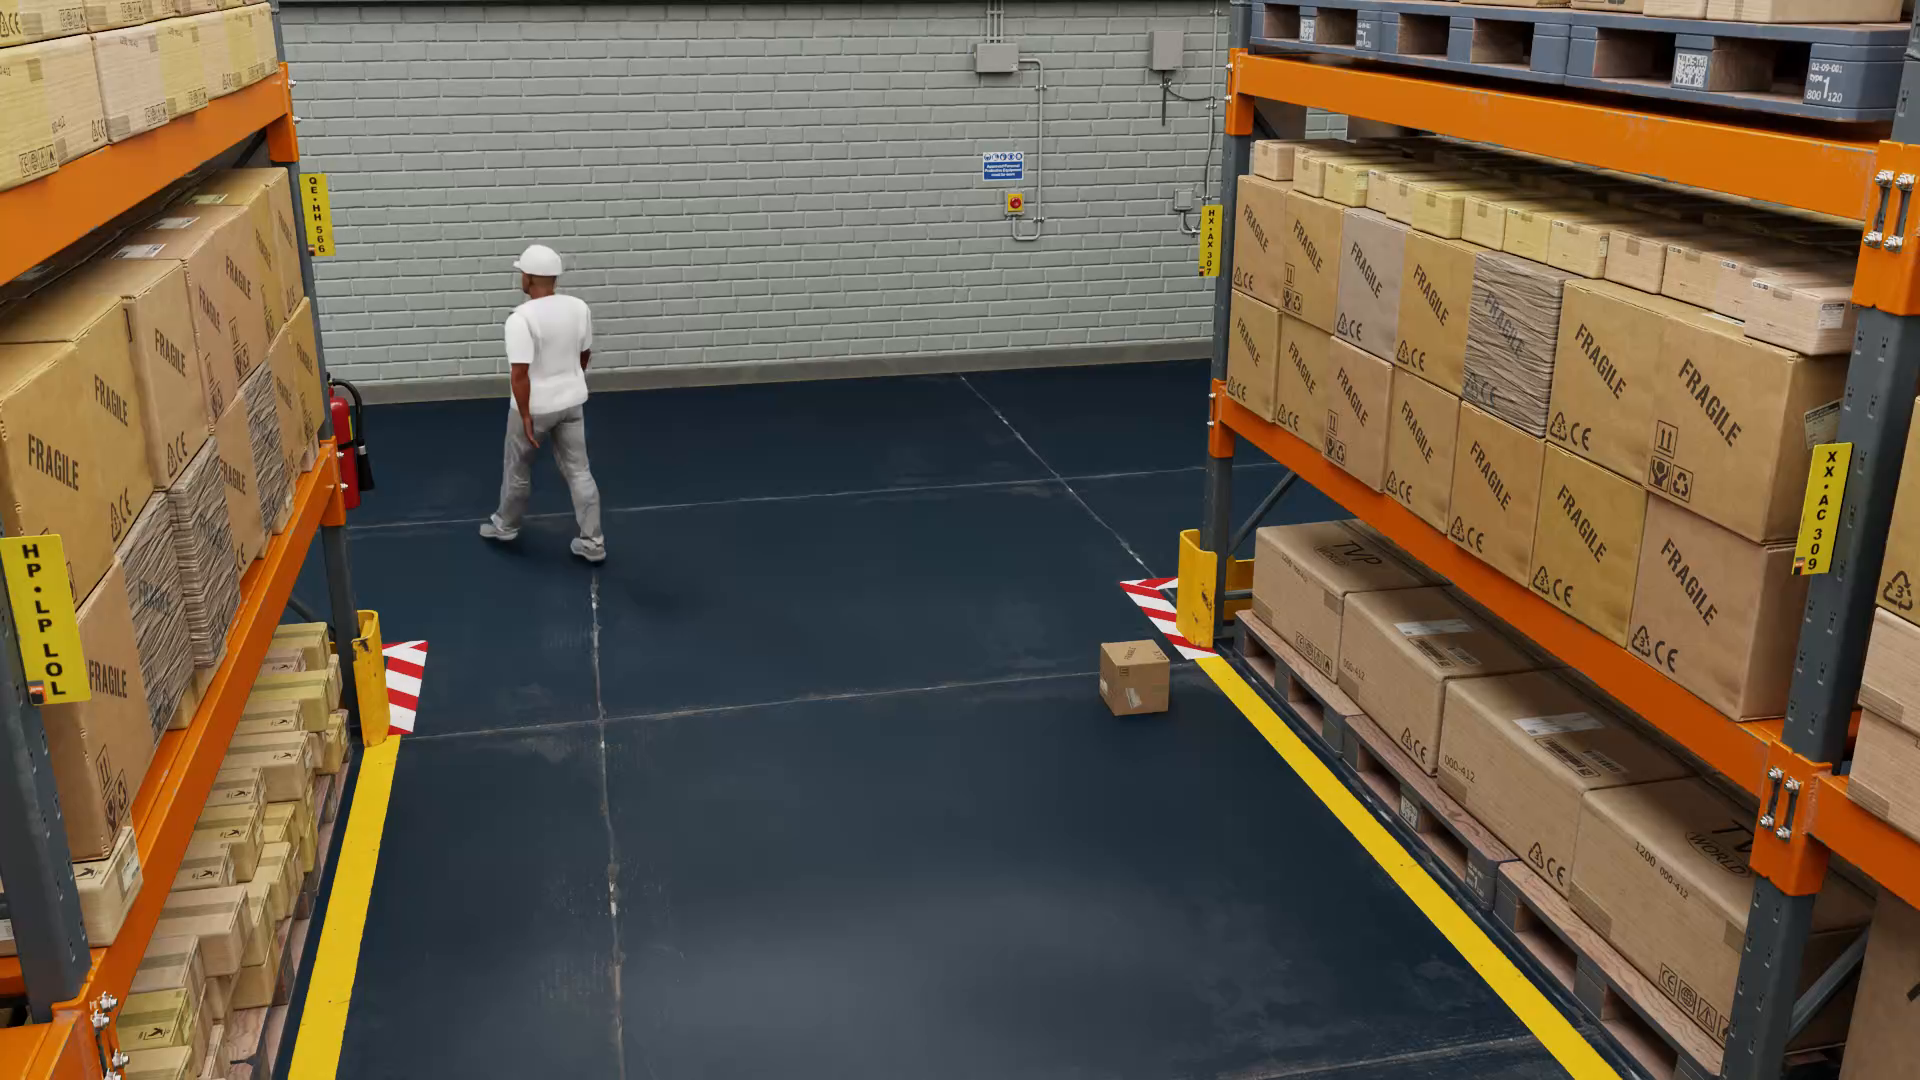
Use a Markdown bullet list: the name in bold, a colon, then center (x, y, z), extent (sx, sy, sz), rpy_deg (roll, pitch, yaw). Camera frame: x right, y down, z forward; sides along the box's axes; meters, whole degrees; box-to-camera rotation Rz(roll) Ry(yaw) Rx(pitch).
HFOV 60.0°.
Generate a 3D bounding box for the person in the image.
- **person**: center (-2.336, -0.790, 9.216), extent (0.949, 1.718, 0.579), rpy_deg (18, 26, 41)
